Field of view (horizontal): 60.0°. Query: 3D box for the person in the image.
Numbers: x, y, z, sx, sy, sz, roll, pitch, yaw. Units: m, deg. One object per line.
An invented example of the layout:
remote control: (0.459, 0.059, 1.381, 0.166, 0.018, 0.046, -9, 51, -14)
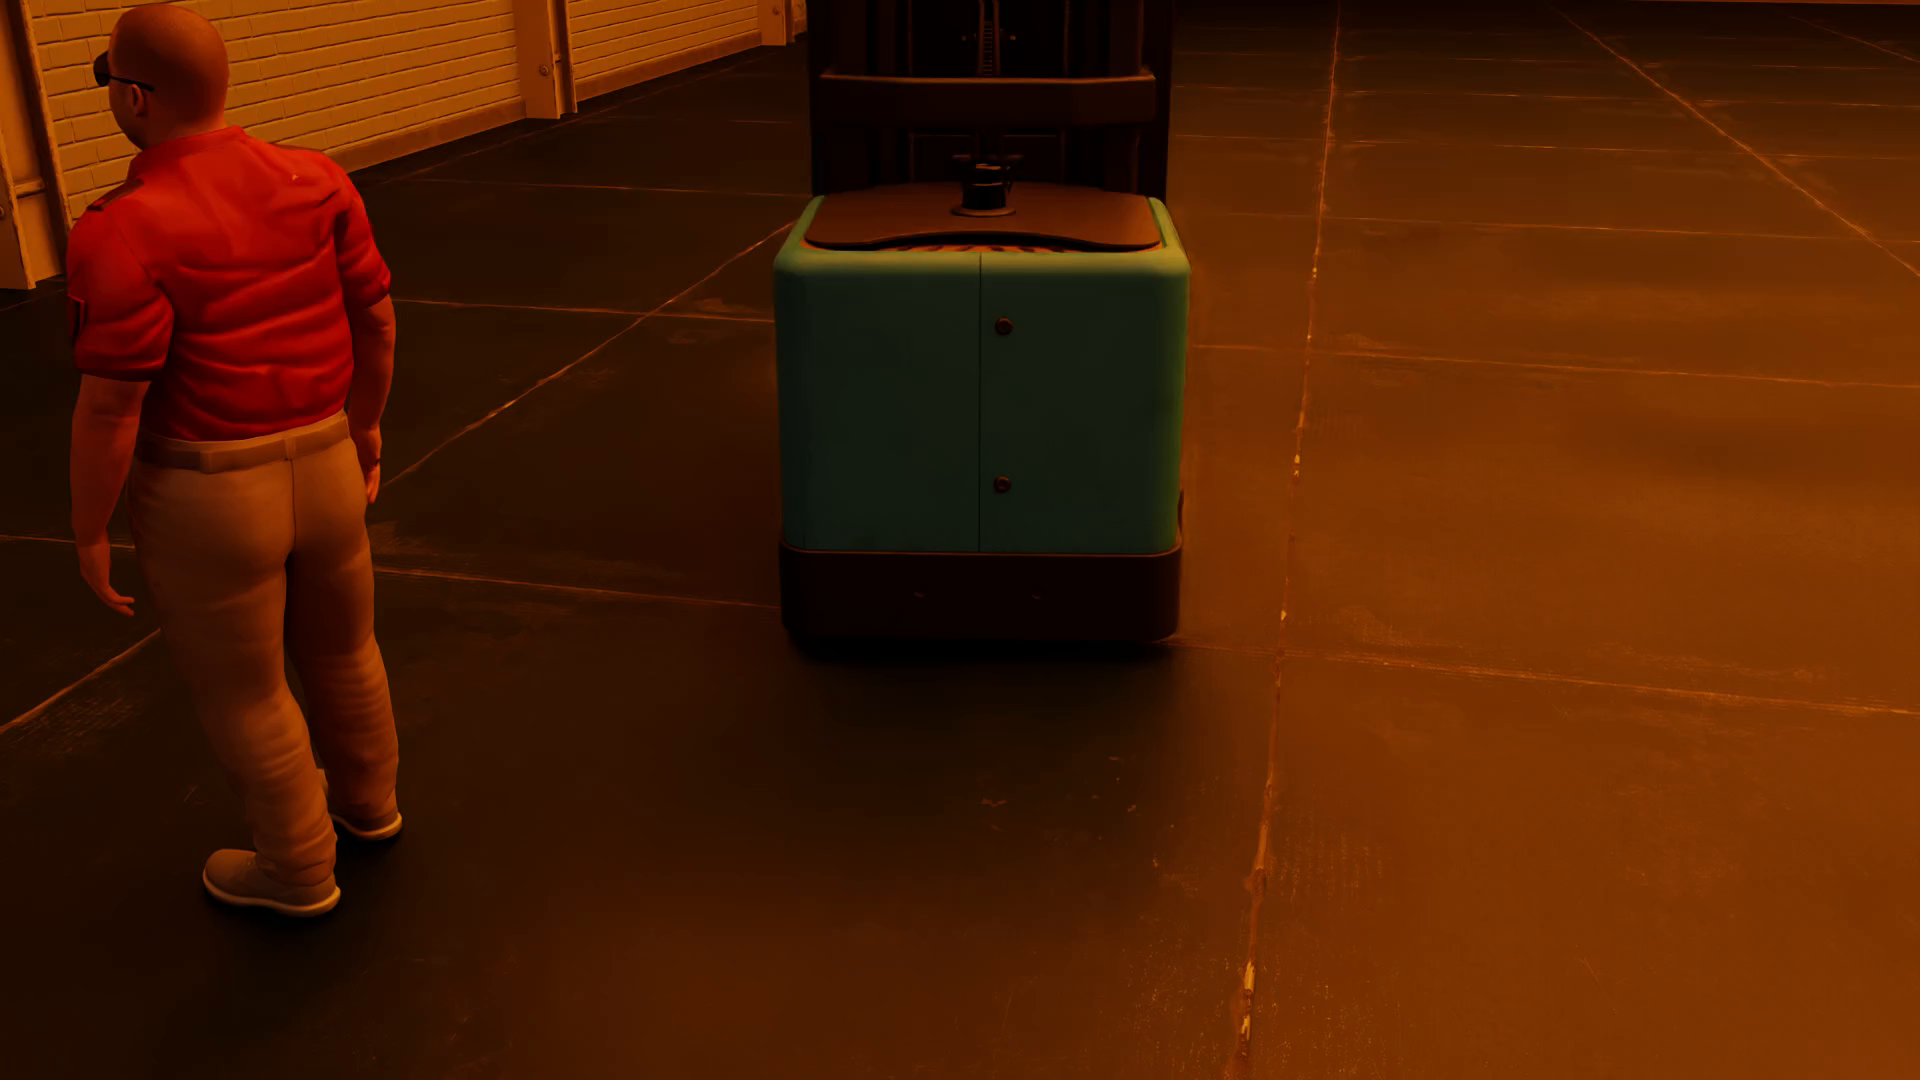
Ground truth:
person: (-1.370, -0.097, 3.078, 0.552, 1.727, 0.635, 14, 26, 31)

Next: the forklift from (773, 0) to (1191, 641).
forklift: (0.097, -1.603, 5.199, 1.130, 2.935, 3.031, 1, 22, 2)
